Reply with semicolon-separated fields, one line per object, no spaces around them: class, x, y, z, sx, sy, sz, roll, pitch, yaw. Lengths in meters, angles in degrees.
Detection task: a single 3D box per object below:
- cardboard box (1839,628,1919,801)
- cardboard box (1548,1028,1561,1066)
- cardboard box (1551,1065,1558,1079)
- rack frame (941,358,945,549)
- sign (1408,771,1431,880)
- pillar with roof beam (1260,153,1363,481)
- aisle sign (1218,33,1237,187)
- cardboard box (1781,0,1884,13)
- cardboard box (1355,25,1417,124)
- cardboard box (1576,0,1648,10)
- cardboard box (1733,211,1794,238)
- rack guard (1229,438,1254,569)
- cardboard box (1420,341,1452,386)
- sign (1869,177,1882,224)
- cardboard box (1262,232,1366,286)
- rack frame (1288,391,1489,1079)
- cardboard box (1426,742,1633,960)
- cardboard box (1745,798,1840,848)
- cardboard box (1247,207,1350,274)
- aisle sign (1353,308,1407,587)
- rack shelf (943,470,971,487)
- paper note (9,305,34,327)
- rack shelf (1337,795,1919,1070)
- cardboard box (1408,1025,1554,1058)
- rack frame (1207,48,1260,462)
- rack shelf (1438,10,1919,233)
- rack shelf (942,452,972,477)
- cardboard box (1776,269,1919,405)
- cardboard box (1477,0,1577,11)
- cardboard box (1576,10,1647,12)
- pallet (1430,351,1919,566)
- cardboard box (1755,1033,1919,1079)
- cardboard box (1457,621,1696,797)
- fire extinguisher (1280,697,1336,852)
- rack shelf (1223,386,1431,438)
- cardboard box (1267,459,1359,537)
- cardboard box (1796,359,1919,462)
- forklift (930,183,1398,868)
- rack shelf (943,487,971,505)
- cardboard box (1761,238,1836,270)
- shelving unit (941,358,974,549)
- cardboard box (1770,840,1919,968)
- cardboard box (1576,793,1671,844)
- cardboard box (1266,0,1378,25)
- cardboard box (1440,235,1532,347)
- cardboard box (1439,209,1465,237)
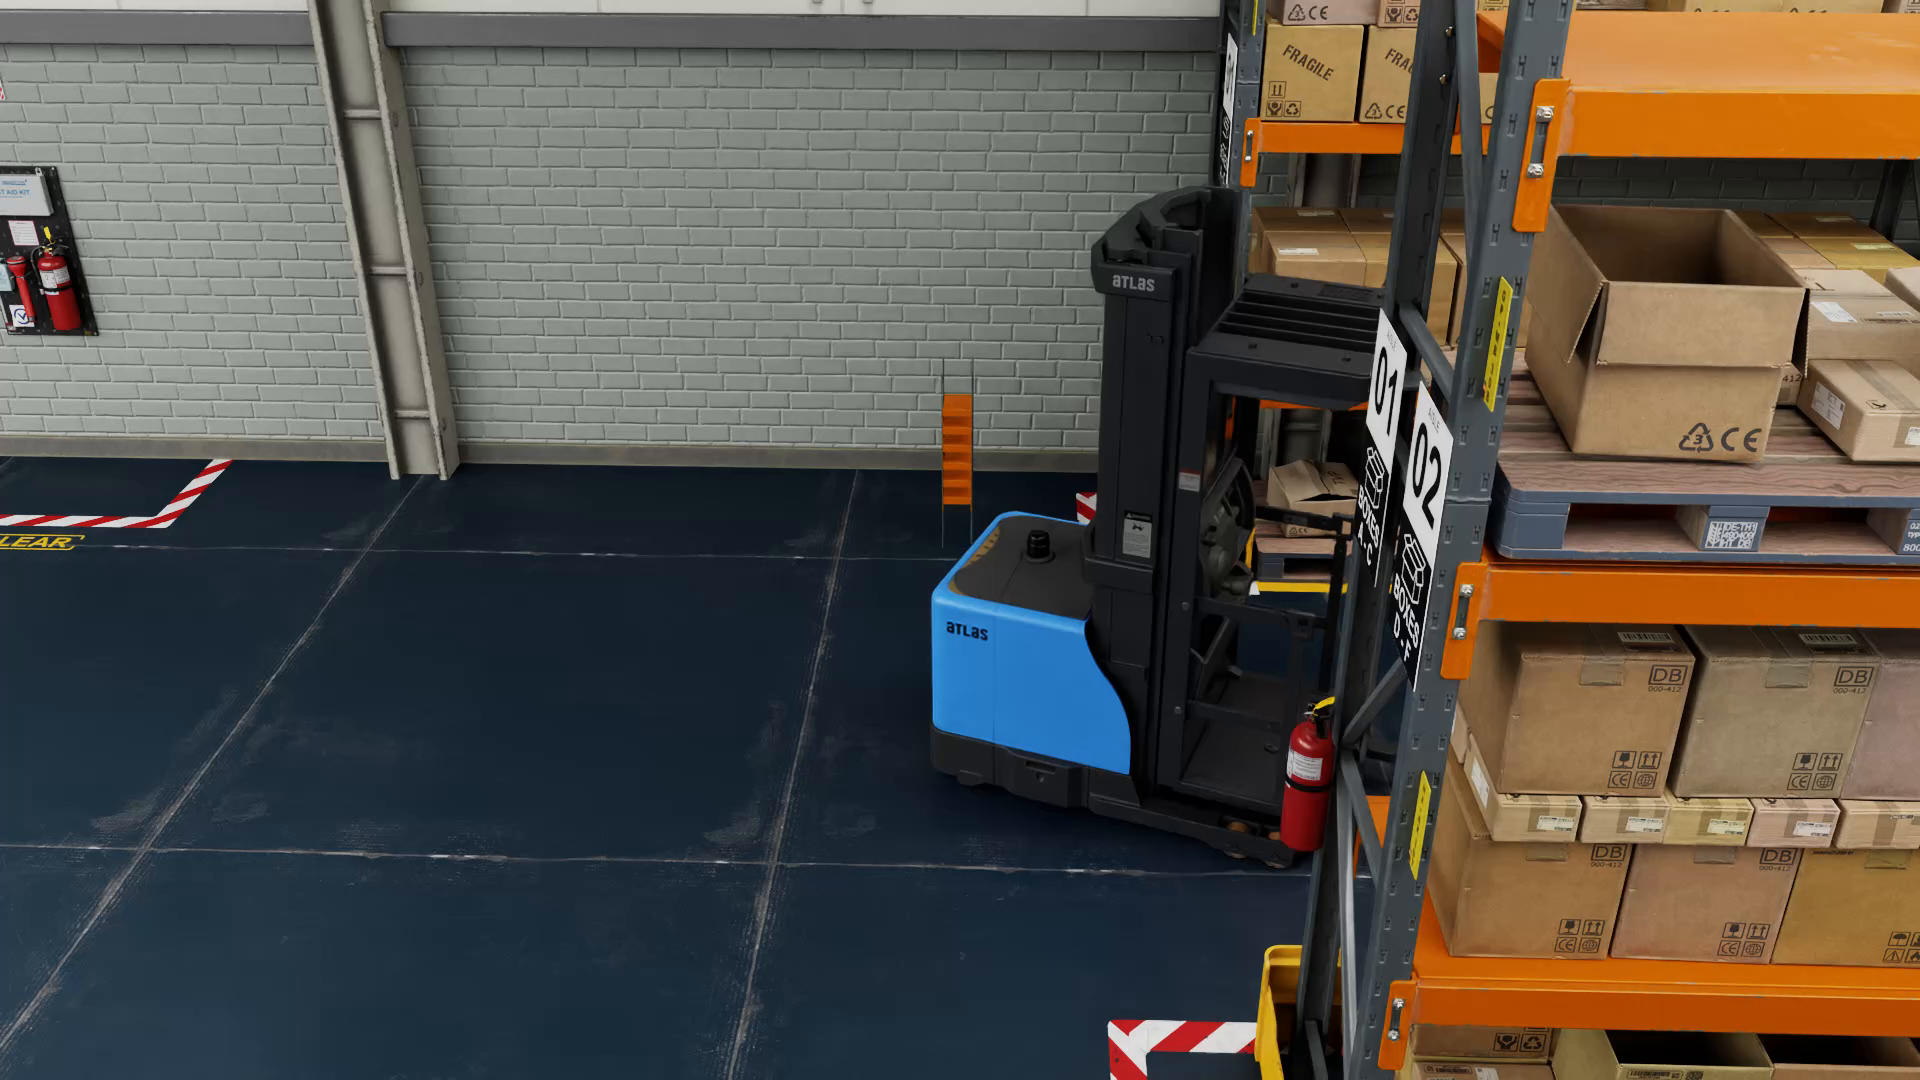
cardboard box;2.923;0.408;5.211;0.500;0.500;0.700;1;28;2
cardboard box;2.421;1.899;6.378;0.500;0.250;0.500;1;28;2
cardboard box;2.402;2.145;5.913;0.500;0.250;0.500;1;28;2
rack frame;-0.106;-0.532;10.398;0.006;1.200;0.240;1;28;2
sign;1.349;0.839;4.882;0.005;0.325;0.100;1;28;2
pillar with roof beam;2.123;-2.351;5.503;0.400;9.000;9.100;1;28;2
aisle sign;1.463;-2.332;9.095;0.004;0.787;0.394;1;28;2
cardboard box;4.481;-2.962;8.661;0.500;0.500;0.500;2;28;5
cardboard box;2.406;-2.552;8.957;0.500;0.500;0.500;3;28;5
cardboard box;3.525;-3.223;9.155;0.500;0.500;0.500;1;28;2
cardboard box;4.564;-1.646;9.916;0.500;0.500;0.500;1;28;2
rack guard;1.621;-0.217;10.550;0.348;0.500;1.175;1;28;2
cardboard box;2.541;-1.106;9.698;0.500;0.250;0.500;0;28;0
sign;5.559;-2.027;10.061;0.005;0.325;0.100;1;28;2
cardboard box;2.012;-1.448;9.542;0.500;0.500;0.500;1;28;2
rack frame;1.374;0.997;5.593;0.127;3.000;1.000;1;28;2
cardboard box;1.840;0.966;5.544;0.500;0.500;0.700;1;28;2
cardboard box;2.524;0.786;5.190;0.250;0.149;0.380;1;28;1
cardboard box;2.024;-1.688;9.995;0.500;0.500;0.500;1;28;1
aisle sign;1.319;-0.291;5.245;0.004;0.787;0.394;1;28;2
rack shelf;-0.014;-0.385;10.472;0.180;0.103;0.258;1;28;2
paper note;-6.364;-1.519;11.280;0.142;0.148;0.016;1;28;2
rack shelf;3.373;1.347;5.699;4.000;0.370;1.077;1;28;2
cardboard box;1.921;1.564;6.209;0.500;0.500;0.500;1;28;2
rack frame;1.545;-1.322;9.967;0.127;3.000;1.000;1;28;2
rack shelf;3.373;-1.126;4.388;4.000;0.370;1.077;1;28;2
rack shelf;-0.014;-0.491;10.416;0.180;0.103;0.258;1;28;2
cardboard box;2.534;-0.614;4.991;0.500;0.250;0.500;1;28;2
cardboard box;2.934;-2.987;8.709;0.500;0.500;0.500;2;28;3
cardboard box;3.461;-2.547;8.946;0.500;0.500;0.500;3;28;5
pallet;2.080;-0.266;4.866;1.213;0.211;1.003;1;28;2
cardboard box;2.902;1.817;5.732;0.500;0.500;0.500;1;28;2
cardboard box;1.893;0.394;5.238;0.500;0.500;0.700;1;28;2
fire extinguisher;1.272;0.811;6.025;0.183;0.674;0.296;1;28;2
rack shelf;3.544;-0.971;10.073;4.000;0.370;1.077;1;28;2
cardboard box;2.234;-0.275;10.393;0.500;0.311;0.500;-2;28;-4
cardboard box;2.544;-0.363;4.626;0.250;0.149;0.380;1;28;2
forklift;1.417;-0.044;7.628;3.031;2.935;1.130;11;30;20
rack shelf;-0.014;-0.279;10.528;0.180;0.103;0.258;1;28;2
cardboard box;4.560;-1.399;9.449;0.500;0.500;0.500;1;28;2
shelving unit;-0.014;-0.530;10.395;0.189;1.200;0.258;1;28;2
cardboard box;2.861;0.983;5.511;0.500;0.500;0.700;1;28;2
cardboard box;2.023;0.776;5.209;0.250;0.149;0.380;0;28;0
cardboard box;1.922;-3.022;8.776;0.500;0.500;0.500;-1;28;-2
cardboard box;3.021;-1.423;9.496;0.500;0.500;0.500;0;28;0
cardboard box;3.043;-1.668;9.958;0.500;0.500;0.500;0;28;0
